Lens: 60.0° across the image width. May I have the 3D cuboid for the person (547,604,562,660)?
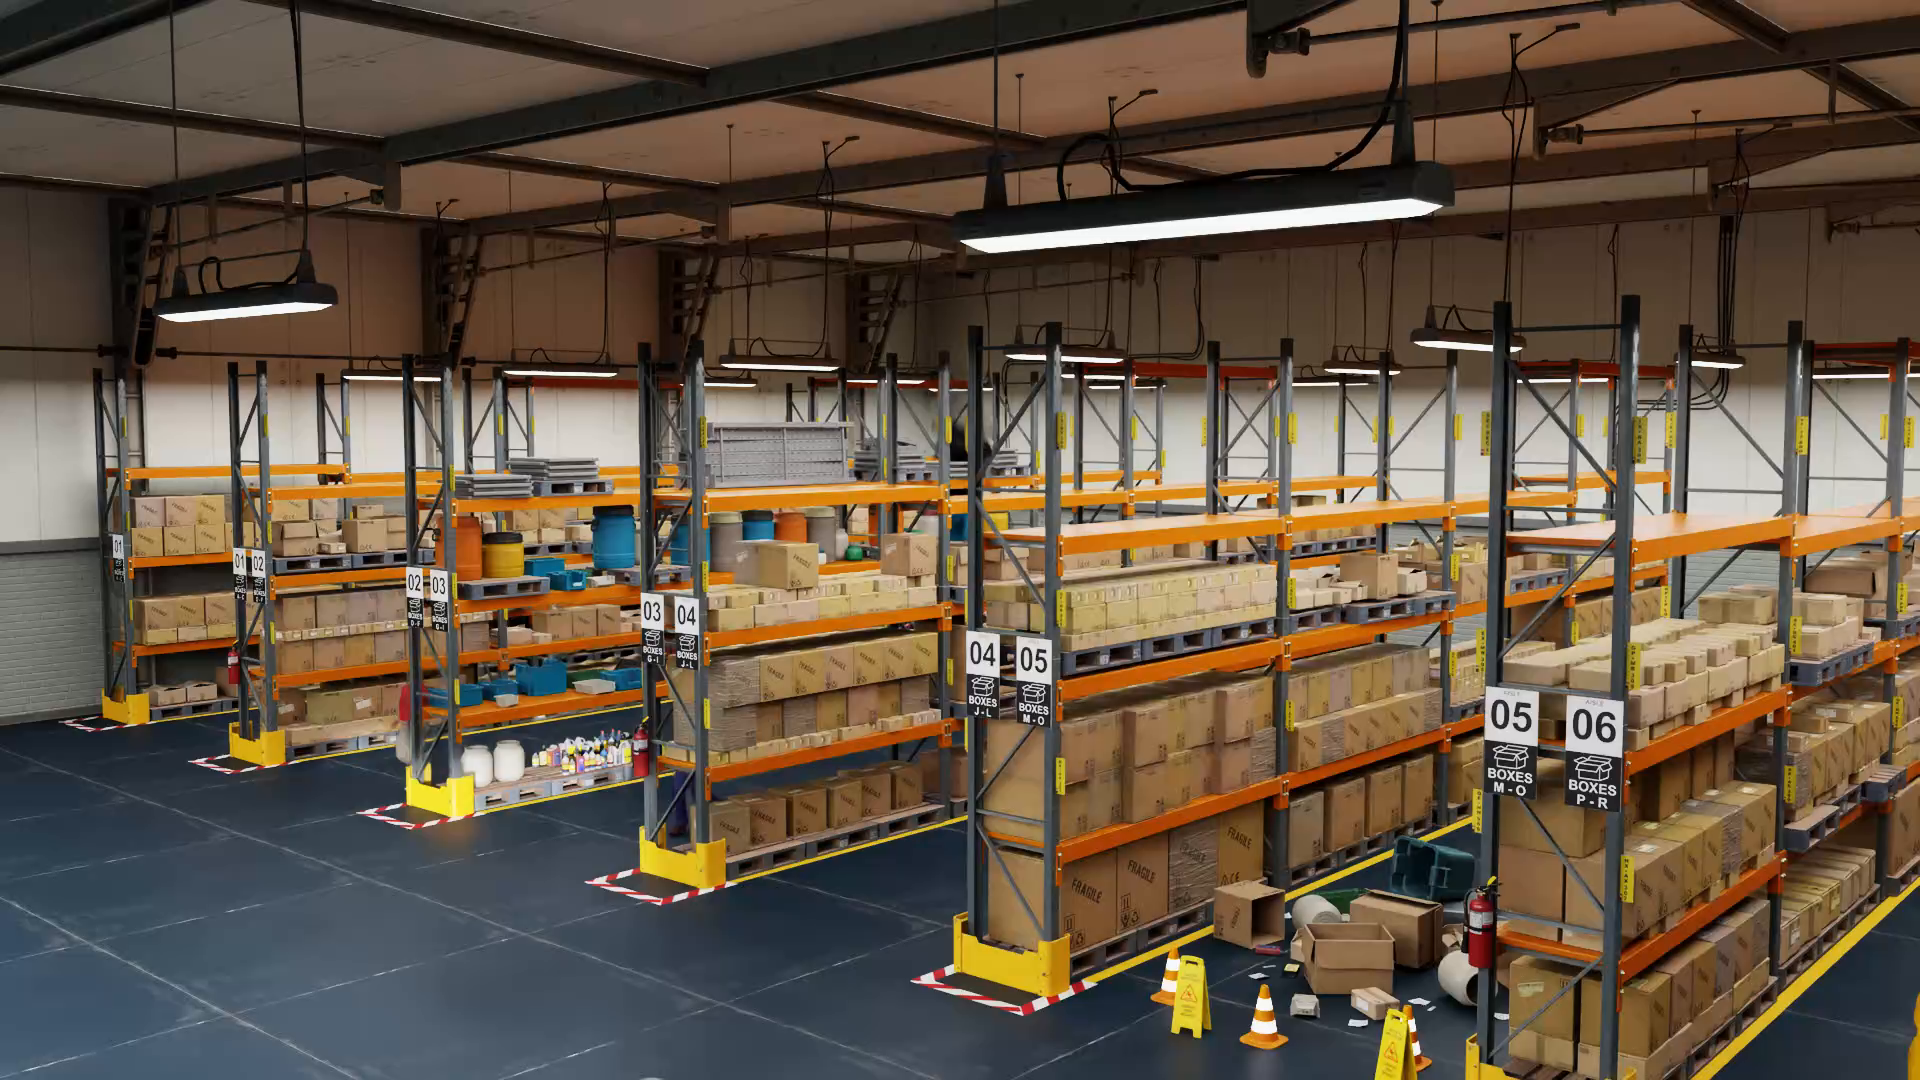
[{"bbox_3d":[-7.593,2.042,31.173,0.554,1.747,0.746,3,5,38],"label":"person"}]

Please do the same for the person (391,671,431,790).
[{"bbox_3d":[-7.589,2.623,23.245,0.664,1.684,0.602,2,5,22],"label":"person"}]

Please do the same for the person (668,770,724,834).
[{"bbox_3d":[-3.321,2.828,20.791,0.620,1.613,0.823,3,5,38],"label":"person"}]
